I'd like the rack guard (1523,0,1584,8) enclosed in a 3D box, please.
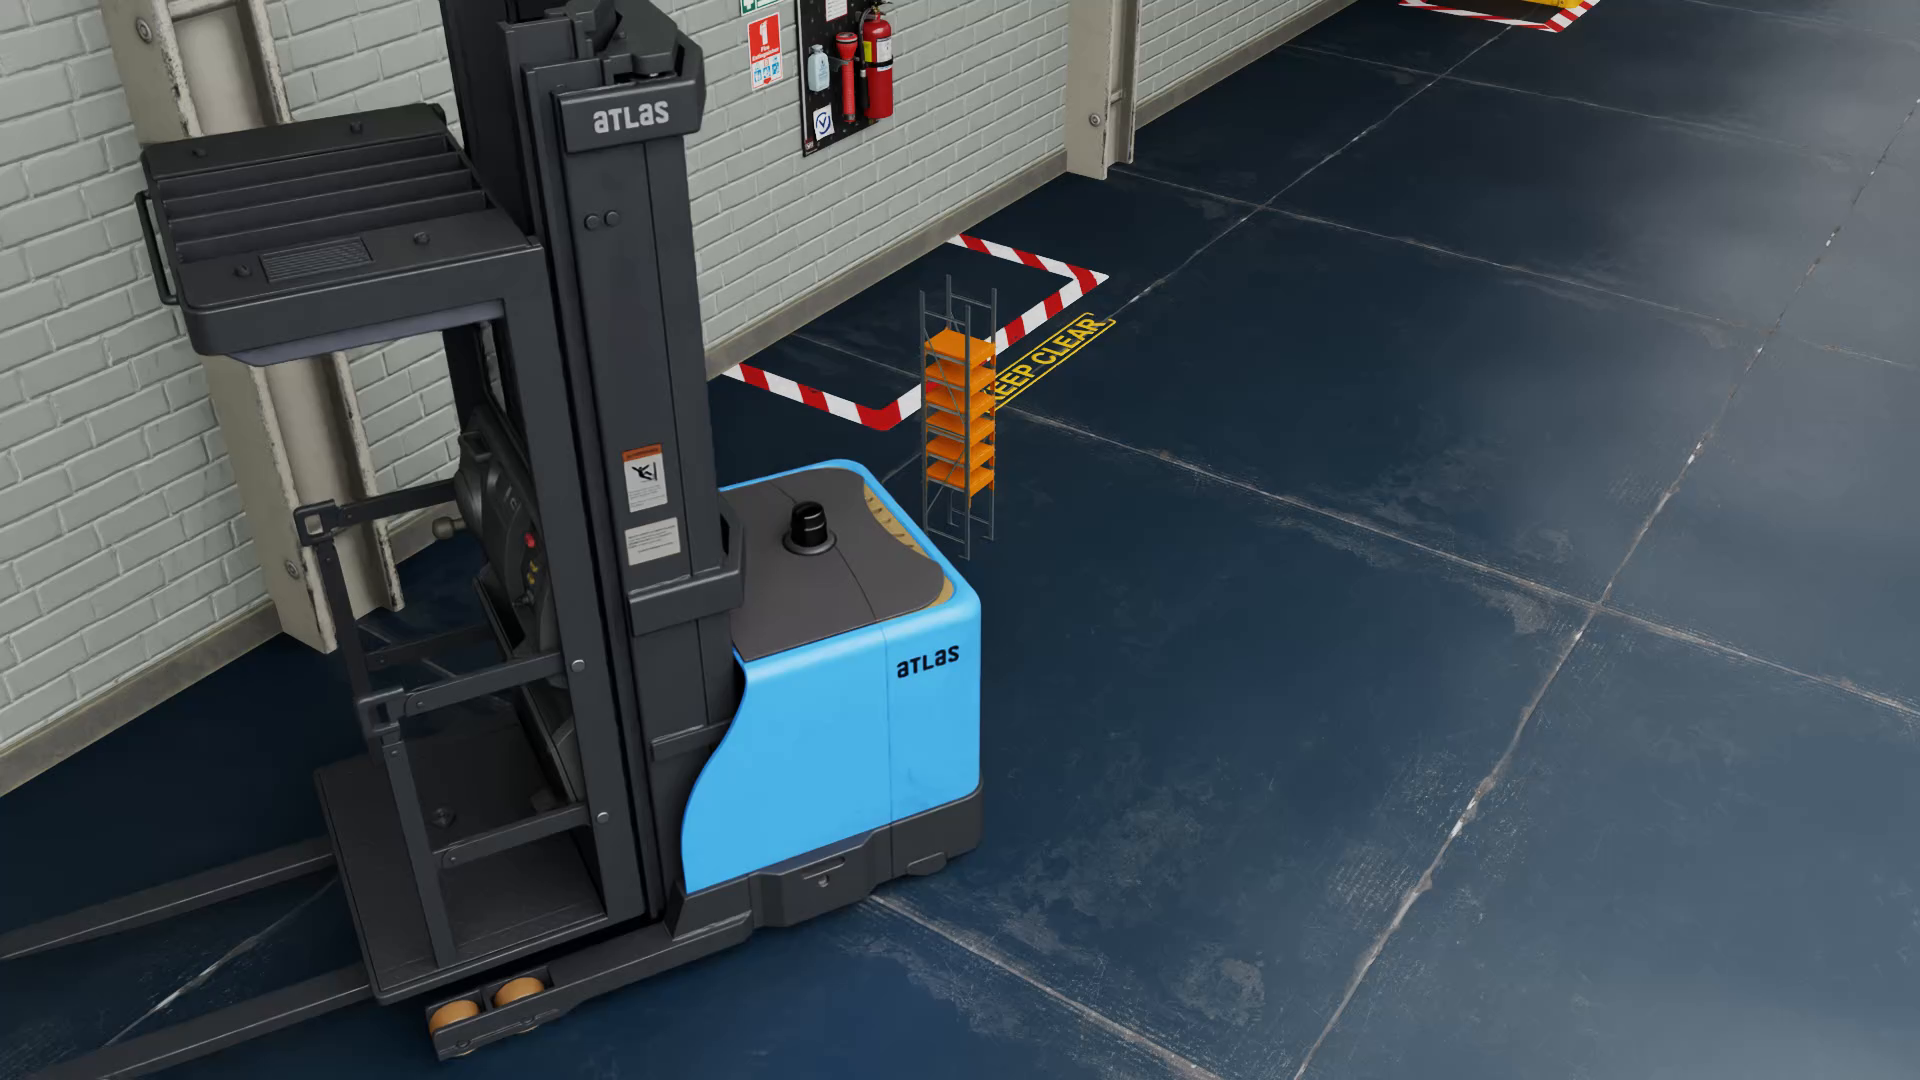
[{"bbox_3d":[4.677,-4.853,13.980,1.175,0.500,0.348,21,39,28],"label":"rack guard"}]

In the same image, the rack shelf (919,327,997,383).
[{"bbox_3d":[-0.008,-0.752,6.727,0.258,0.103,0.180,21,39,28],"label":"rack shelf"}]

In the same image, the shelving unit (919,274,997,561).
[{"bbox_3d":[-0.008,-0.490,6.904,0.258,1.200,0.189,21,39,28],"label":"shelving unit"}]

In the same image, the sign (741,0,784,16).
[{"bbox_3d":[-0.929,-2.577,7.879,0.001,0.109,0.331,21,39,28],"label":"sign"}]

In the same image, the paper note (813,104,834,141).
[{"bbox_3d":[-0.697,-2.141,8.525,0.016,0.148,0.142,21,39,28],"label":"paper note"}]

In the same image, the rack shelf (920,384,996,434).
[{"bbox_3d":[-0.008,-0.553,6.862,0.258,0.103,0.180,21,39,28],"label":"rack shelf"}]

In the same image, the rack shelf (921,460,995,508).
[{"bbox_3d":[-0.008,-0.255,7.063,0.258,0.103,0.180,21,39,28],"label":"rack shelf"}]

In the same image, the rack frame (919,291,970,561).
[{"bbox_3d":[-0.060,-0.448,6.842,0.240,1.200,0.006,21,39,28],"label":"rack frame"}]

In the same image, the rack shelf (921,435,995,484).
[{"bbox_3d":[-0.008,-0.354,6.996,0.258,0.103,0.180,21,39,28],"label":"rack shelf"}]

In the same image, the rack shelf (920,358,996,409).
[{"bbox_3d":[-0.008,-0.652,6.794,0.258,0.103,0.180,21,39,28],"label":"rack shelf"}]

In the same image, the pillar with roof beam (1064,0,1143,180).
[{"bbox_3d":[4.438,-4.801,6.316,9.100,9.000,0.400,21,39,28],"label":"pillar with roof beam"}]

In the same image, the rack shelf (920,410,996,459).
[{"bbox_3d":[-0.008,-0.454,6.929,0.258,0.103,0.180,21,39,28],"label":"rack shelf"}]

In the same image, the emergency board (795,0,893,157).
[{"bbox_3d":[-0.539,-2.565,8.366,0.194,1.169,0.643,21,39,28],"label":"emergency board"}]

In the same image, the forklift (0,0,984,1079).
[{"bbox_3d":[-1.471,-0.012,4.651,3.031,2.935,1.130,-16,37,-22],"label":"forklift"}]

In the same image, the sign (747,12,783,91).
[{"bbox_3d":[-0.939,-2.359,8.028,0.001,0.329,0.234,21,39,28],"label":"sign"}]

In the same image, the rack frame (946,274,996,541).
[{"bbox_3d":[0.044,-0.532,6.966,0.240,1.200,0.006,21,39,28],"label":"rack frame"}]

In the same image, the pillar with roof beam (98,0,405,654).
[{"bbox_3d":[1.017,-2.039,2.233,9.100,9.000,0.400,21,39,28],"label":"pillar with roof beam"}]
